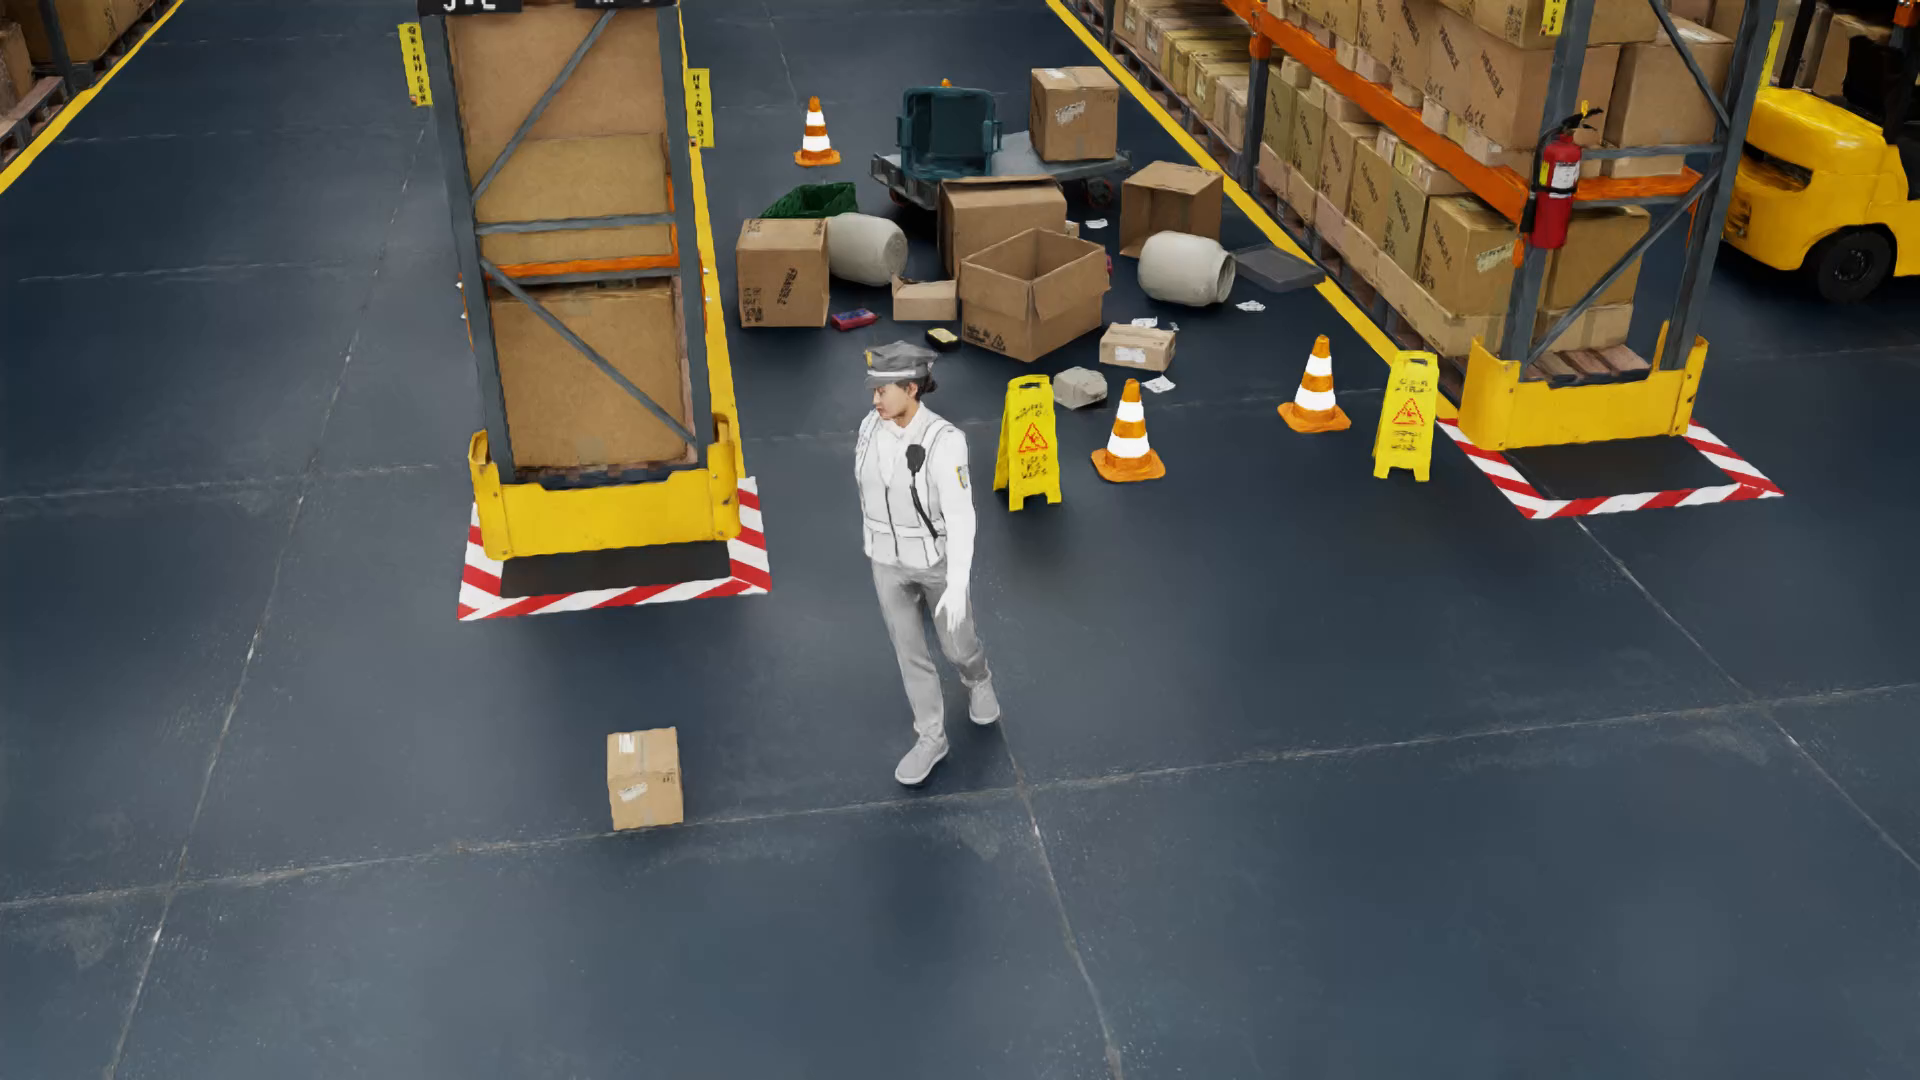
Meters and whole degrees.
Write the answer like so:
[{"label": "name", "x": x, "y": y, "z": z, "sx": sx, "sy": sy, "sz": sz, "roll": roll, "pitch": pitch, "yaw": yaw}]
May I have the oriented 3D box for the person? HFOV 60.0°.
[{"label": "person", "x": -0.124, "y": 0.051, "z": 6.037, "sx": 0.511, "sy": 1.657, "sz": 0.632, "roll": 12, "pitch": 33, "yaw": 19}]
